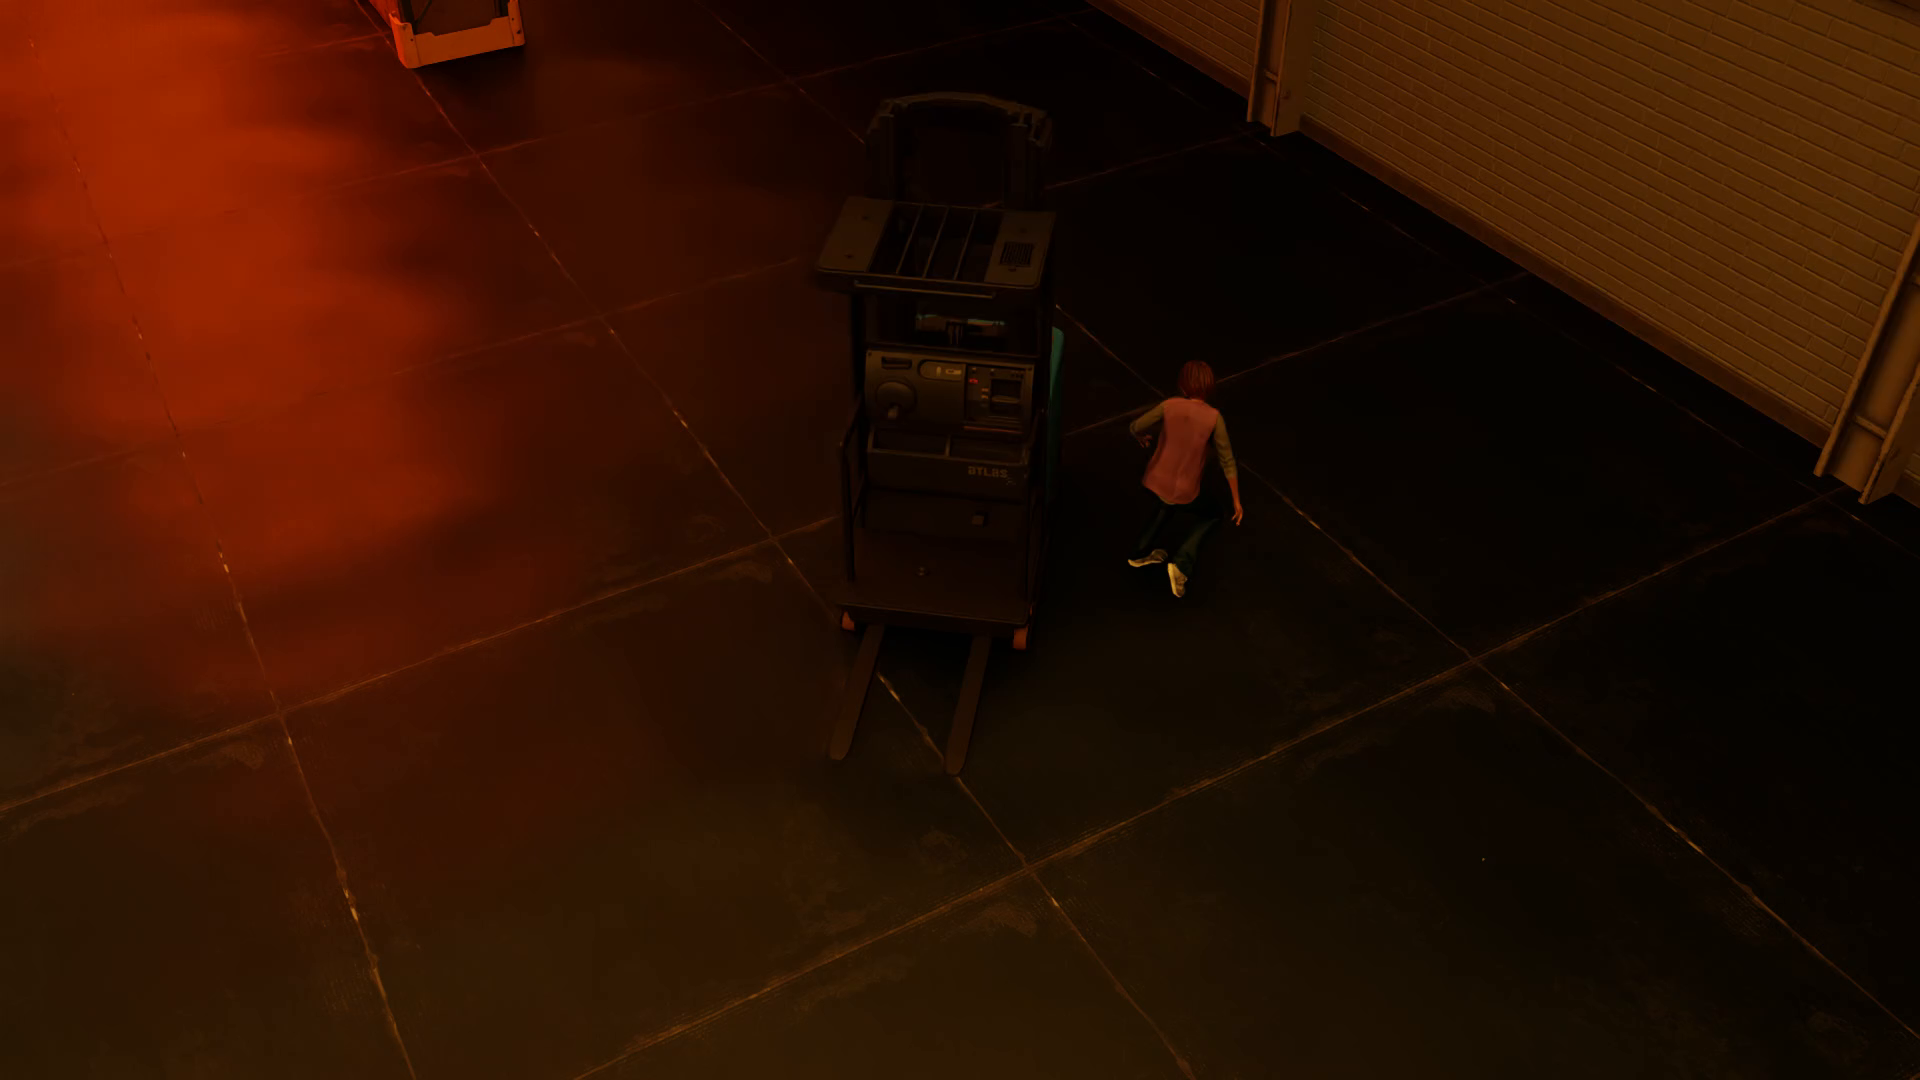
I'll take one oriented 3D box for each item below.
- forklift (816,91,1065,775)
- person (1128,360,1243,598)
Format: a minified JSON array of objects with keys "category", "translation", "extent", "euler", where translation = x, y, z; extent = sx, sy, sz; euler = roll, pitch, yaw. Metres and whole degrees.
[{"category":"forklift","translation":[-0.093,-0.742,8.931],"extent":[1.130,2.935,3.031],"euler":[6,40,7]},{"category":"person","translation":[1.303,-0.334,9.640],"extent":[0.822,1.430,0.475],"euler":[26,46,28]}]
